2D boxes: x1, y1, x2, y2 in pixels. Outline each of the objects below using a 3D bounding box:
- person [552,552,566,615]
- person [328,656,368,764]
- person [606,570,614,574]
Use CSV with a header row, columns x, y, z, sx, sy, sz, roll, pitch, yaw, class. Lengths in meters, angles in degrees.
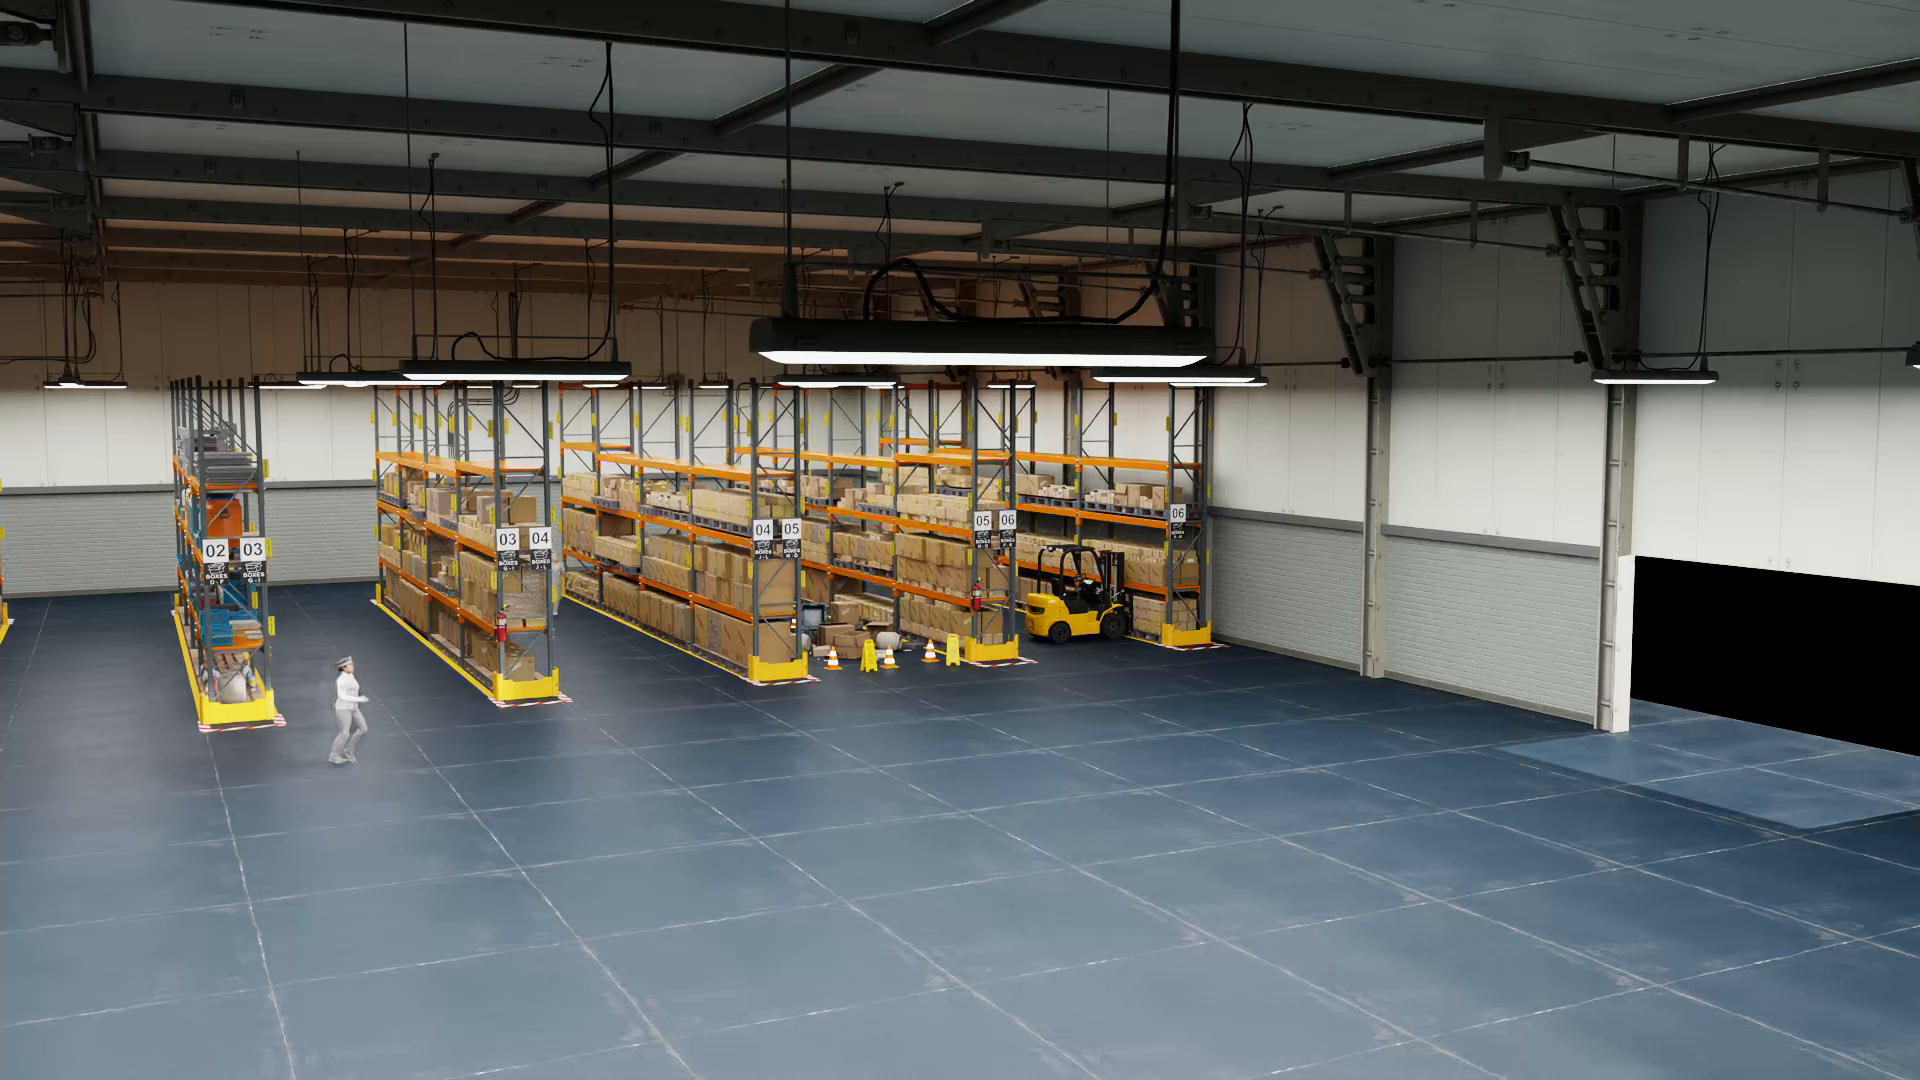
x,y,z,sx,sy,sz,roll,pitch,yaw,class
-10.353,1.131,42.532,0.564,1.629,0.546,-3,6,-26,person
-9.380,2.620,25.547,0.658,1.706,0.630,0,5,2,person
-10.237,0.575,49.284,0.664,1.575,0.536,-3,6,-29,person
